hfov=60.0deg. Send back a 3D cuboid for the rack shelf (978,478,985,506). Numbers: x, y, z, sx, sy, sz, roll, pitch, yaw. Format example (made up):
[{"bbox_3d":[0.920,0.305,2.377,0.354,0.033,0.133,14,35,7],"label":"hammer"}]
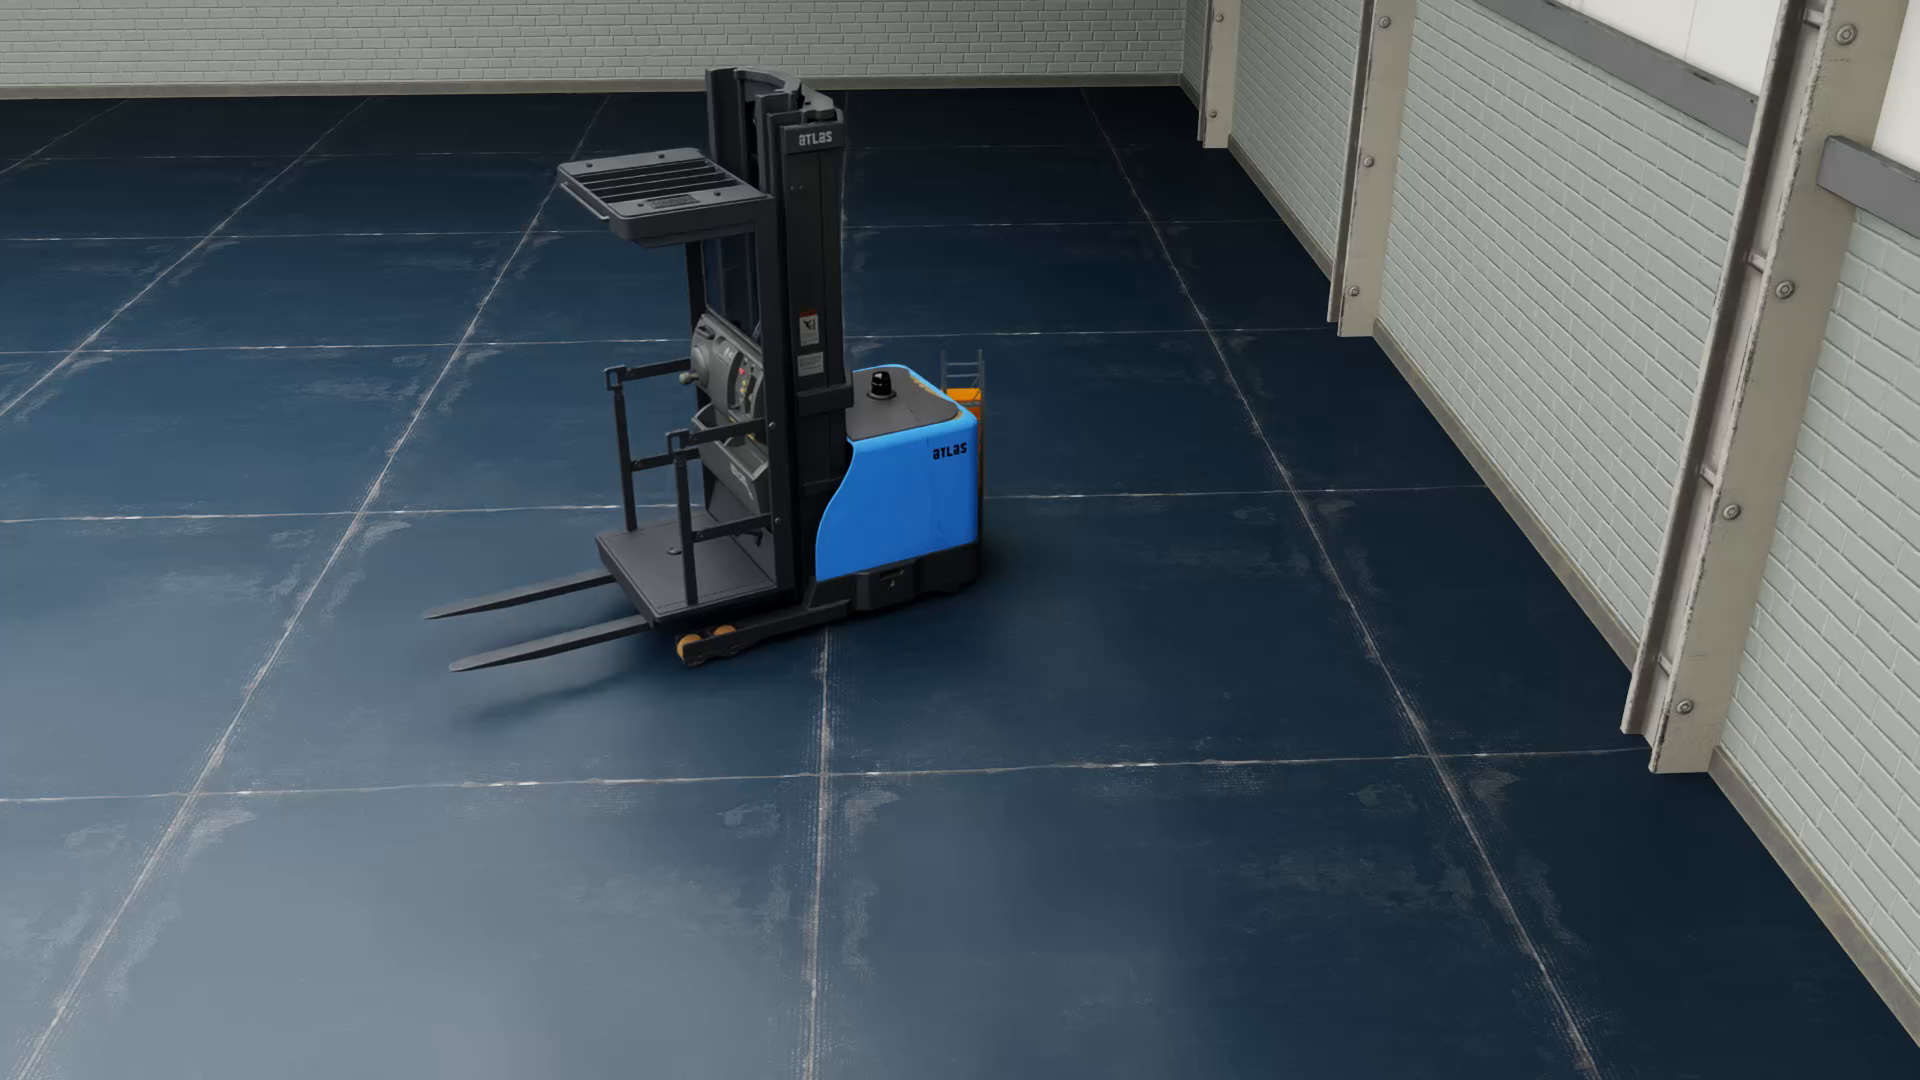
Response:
[{"bbox_3d":[0.015,-0.292,10.127,0.258,0.103,0.180,-2,28,-3],"label":"rack shelf"}]

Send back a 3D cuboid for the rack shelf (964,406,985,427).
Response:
[{"bbox_3d":[0.016,-0.717,9.905,0.258,0.103,0.180,-2,28,-3],"label":"rack shelf"}]

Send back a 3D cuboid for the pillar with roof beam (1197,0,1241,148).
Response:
[{"bbox_3d":[-1.418,-8.389,16.604,9.100,9.000,0.400,-1,28,-3],"label":"pillar with roof beam"}]

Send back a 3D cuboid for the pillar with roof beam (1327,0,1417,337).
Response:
[{"bbox_3d":[-1.104,-5.619,11.292,9.100,9.000,0.400,-1,28,-3],"label":"pillar with roof beam"}]

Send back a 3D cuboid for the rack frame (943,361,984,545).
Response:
[{"bbox_3d":[0.022,-0.502,9.914,0.240,1.200,0.006,-2,28,-3],"label":"rack frame"}]

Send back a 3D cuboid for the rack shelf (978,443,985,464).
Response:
[{"bbox_3d":[0.015,-0.505,10.016,0.258,0.103,0.180,-2,28,-3],"label":"rack shelf"}]

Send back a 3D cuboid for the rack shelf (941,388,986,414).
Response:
[{"bbox_3d":[0.016,-0.824,9.849,0.258,0.103,0.180,-2,28,-3],"label":"rack shelf"}]

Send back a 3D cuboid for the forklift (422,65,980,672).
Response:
[{"bbox_3d":[-1.426,-0.902,8.811,3.031,2.935,1.130,-14,31,-25],"label":"forklift"}]

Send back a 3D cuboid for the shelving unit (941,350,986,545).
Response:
[{"bbox_3d":[0.015,-0.544,9.995,0.258,1.200,0.189,-2,28,-3],"label":"shelving unit"}]

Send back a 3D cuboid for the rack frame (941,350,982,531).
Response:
[{"bbox_3d":[0.009,-0.586,10.076,0.240,1.200,0.006,-2,28,-3],"label":"rack frame"}]

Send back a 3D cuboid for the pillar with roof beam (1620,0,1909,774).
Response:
[{"bbox_3d":[-0.791,-2.848,5.979,9.100,9.000,0.400,-1,28,-3],"label":"pillar with roof beam"}]

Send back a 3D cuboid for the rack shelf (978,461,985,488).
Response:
[{"bbox_3d":[0.015,-0.398,10.071,0.258,0.103,0.180,-2,28,-3],"label":"rack shelf"}]

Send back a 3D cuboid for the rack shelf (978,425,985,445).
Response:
[{"bbox_3d":[0.016,-0.611,9.960,0.258,0.103,0.180,-2,28,-3],"label":"rack shelf"}]
